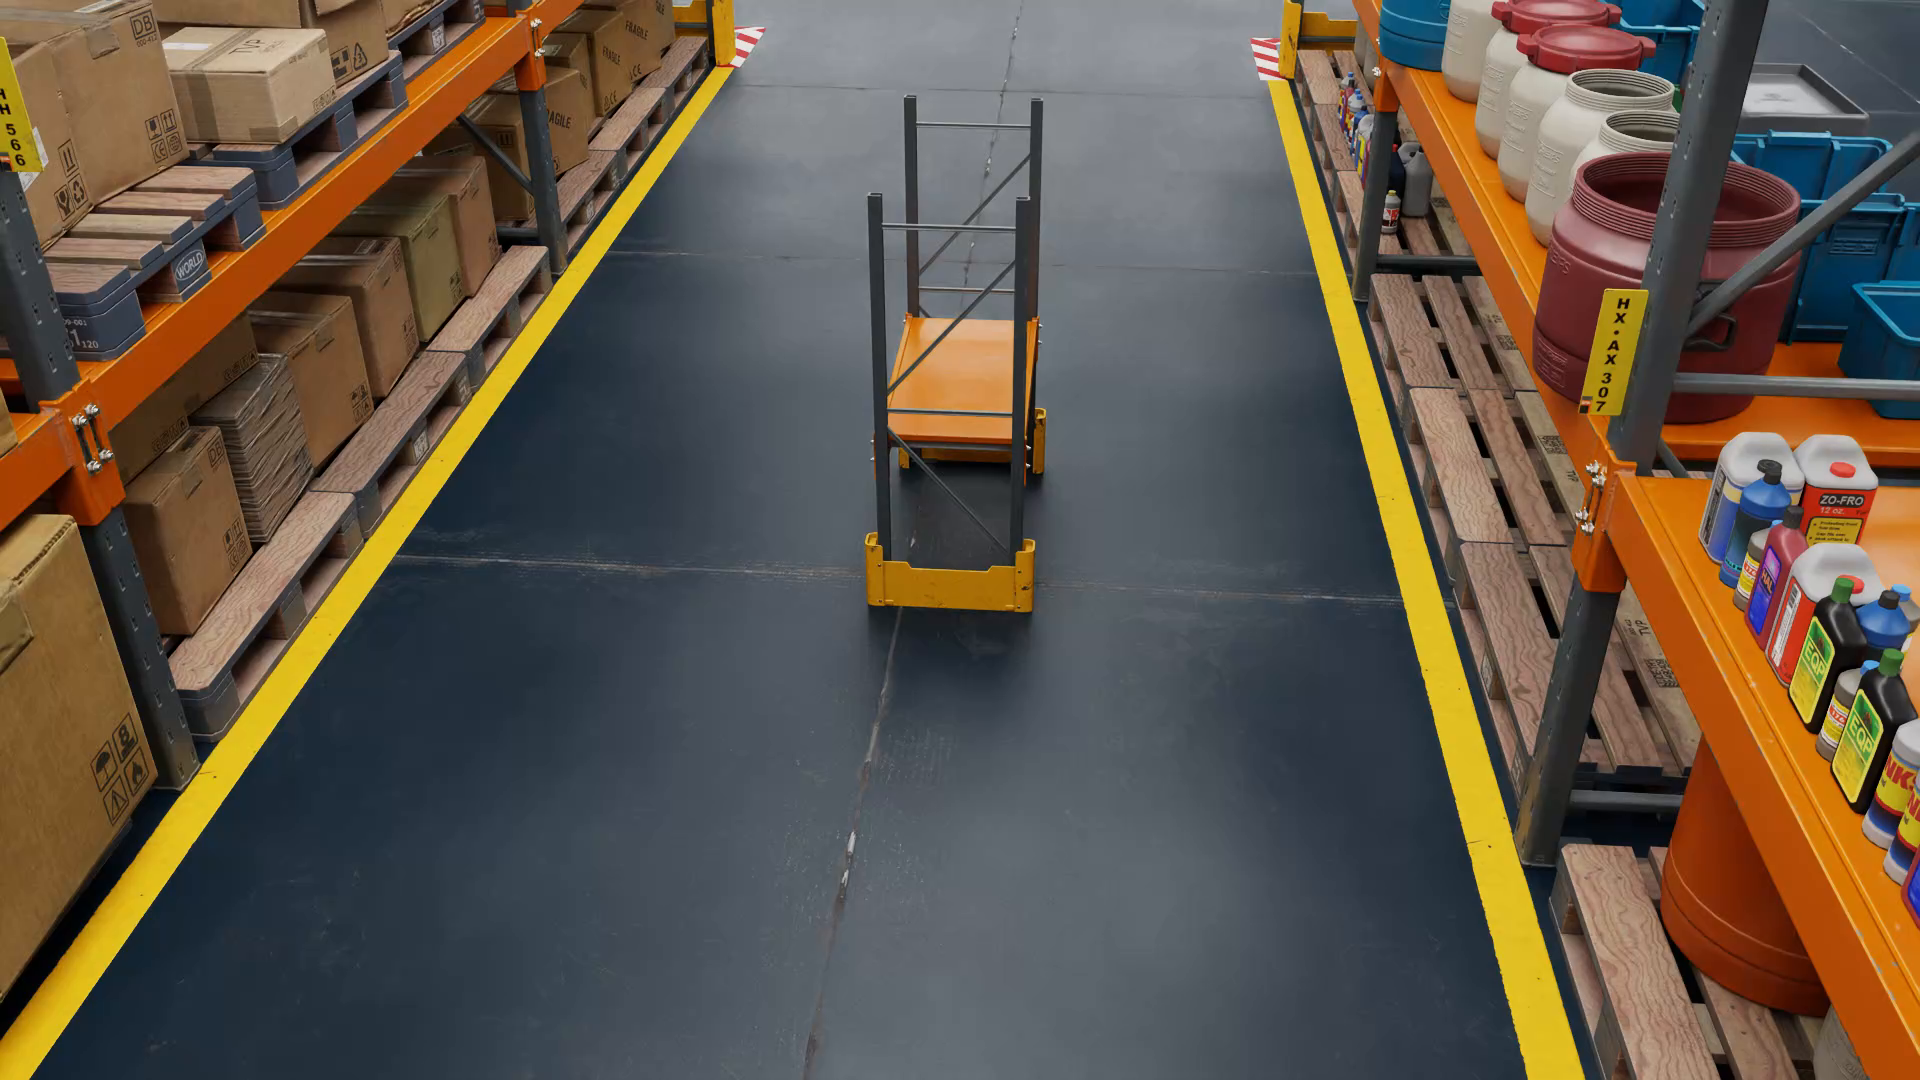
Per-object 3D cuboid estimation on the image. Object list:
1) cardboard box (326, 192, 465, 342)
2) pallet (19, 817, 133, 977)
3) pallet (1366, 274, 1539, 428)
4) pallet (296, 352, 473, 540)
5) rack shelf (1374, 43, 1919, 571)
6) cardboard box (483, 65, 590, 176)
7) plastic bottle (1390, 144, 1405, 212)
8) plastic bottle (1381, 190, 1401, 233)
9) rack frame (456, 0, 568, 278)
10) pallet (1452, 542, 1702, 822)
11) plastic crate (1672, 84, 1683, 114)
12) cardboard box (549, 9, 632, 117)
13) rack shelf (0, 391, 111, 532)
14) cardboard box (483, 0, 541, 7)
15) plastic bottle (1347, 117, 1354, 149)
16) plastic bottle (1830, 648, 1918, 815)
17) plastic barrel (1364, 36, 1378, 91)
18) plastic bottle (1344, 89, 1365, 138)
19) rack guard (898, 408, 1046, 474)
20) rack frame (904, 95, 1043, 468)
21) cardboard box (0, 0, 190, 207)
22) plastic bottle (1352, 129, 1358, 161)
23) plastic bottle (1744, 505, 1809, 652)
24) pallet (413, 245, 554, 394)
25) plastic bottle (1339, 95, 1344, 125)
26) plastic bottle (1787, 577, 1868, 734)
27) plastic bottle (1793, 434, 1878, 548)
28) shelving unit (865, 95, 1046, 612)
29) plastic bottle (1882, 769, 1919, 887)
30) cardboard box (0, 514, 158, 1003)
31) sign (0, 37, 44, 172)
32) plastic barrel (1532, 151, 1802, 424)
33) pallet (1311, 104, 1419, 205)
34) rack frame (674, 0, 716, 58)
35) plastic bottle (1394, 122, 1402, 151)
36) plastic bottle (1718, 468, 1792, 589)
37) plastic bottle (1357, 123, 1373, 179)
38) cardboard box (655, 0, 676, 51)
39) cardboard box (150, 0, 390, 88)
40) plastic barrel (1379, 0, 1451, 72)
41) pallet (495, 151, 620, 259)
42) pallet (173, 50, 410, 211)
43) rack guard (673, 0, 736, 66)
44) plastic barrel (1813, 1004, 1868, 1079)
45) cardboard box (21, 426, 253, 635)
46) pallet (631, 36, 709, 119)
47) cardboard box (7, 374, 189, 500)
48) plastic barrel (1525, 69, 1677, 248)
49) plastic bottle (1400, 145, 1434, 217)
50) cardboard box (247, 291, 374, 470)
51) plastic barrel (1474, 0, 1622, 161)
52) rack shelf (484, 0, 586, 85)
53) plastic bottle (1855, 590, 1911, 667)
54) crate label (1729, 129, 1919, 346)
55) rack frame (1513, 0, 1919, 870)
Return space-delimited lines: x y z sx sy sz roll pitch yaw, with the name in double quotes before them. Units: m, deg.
"cardboard box" -2.638 -1.212 7.321 0.700 0.500 0.500 2 32 4
"pallet" -2.974 1.030 4.377 1.003 0.211 1.213 2 32 4
"pallet" 2.402 -0.847 7.423 1.003 0.211 1.213 2 32 4
"pallet" -2.668 -0.424 6.736 1.003 0.211 1.213 2 32 4
"rack shelf" 2.264 -1.094 5.852 1.077 0.370 4.000 2 32 4
"cardboard box" -2.398 -2.279 9.072 0.500 0.500 0.500 13 34 19
"plastic bottle" 2.192 -1.855 8.506 0.144 0.351 0.185 2 32 3
"plastic bottle" 2.146 -1.645 8.308 0.097 0.201 0.097 0 32 0
"rack frame" -2.509 -2.658 7.703 1.000 3.000 0.127 2 32 4
"pallet" 2.203 0.429 5.352 1.003 0.211 1.213 2 32 4
"plastic crate" 2.567 -1.433 5.918 0.450 0.188 0.662 2 32 4
"cardboard box" -2.335 -2.897 10.075 0.500 0.500 0.500 5 32 9
"rack shelf" -2.998 0.786 2.801 1.077 0.370 4.000 2 32 4
"cardboard box" -2.192 -2.650 7.931 0.380 0.149 0.250 2 32 4
"plastic bottle" 2.251 -2.316 9.396 0.097 0.201 0.097 0 32 0
"plastic bottle" 1.631 0.338 2.953 0.061 0.283 0.133 2 32 4
"plastic barrel" 2.735 -3.048 10.307 0.421 0.512 0.421 0 32 0
"plastic bottle" 2.267 -2.449 9.547 0.097 0.271 0.097 0 32 0
"rack guard" 0.047 -0.407 6.672 0.587 0.250 0.087 2 32 4
"rack frame" 0.048 -0.949 6.360 0.500 1.500 0.032 2 32 4
"cardboard box" -2.885 -1.368 5.114 0.700 0.500 0.500 7 32 11
"plastic bottle" 2.234 -2.208 9.222 0.097 0.201 0.097 0 32 0
"plastic bottle" 1.672 0.078 3.376 0.061 0.283 0.133 2 32 4
"pallet" -2.571 -1.063 7.774 1.003 0.211 1.213 2 32 4
"plastic bottle" 2.286 -2.545 9.768 0.097 0.201 0.097 0 32 0
"plastic bottle" 1.650 0.218 3.149 0.061 0.283 0.133 2 32 4
"plastic bottle" 1.896 -0.083 3.643 0.152 0.276 0.135 2 32 4
"shelving unit" 0.006 -0.678 5.921 0.587 1.500 1.083 2 32 4
"plastic bottle" 1.632 0.456 2.774 0.097 0.271 0.097 0 32 0
"cardboard box" -2.912 0.520 4.172 1.225 0.875 0.875 1 32 2
"sign" -2.281 -1.037 3.970 0.100 0.325 0.005 2 32 4
"plastic barrel" 1.837 -0.668 4.345 0.600 0.536 0.708 2 32 4
"pallet" 2.620 -2.248 9.696 1.003 0.211 1.213 2 32 4
"rack frame" -2.184 -4.749 11.097 1.000 3.000 0.127 2 32 4
"plastic bottle" 2.339 -2.104 8.975 0.061 0.283 0.133 2 32 4
"plastic bottle" 1.708 -0.028 3.558 0.097 0.271 0.097 0 32 0
"plastic bottle" 2.234 -2.124 8.943 0.144 0.351 0.185 2 32 4
"cardboard box" -2.251 -3.538 11.114 0.500 0.500 0.500 8 33 13
"cardboard box" -2.558 -1.970 6.089 0.797 0.503 0.637 6 32 9
"plastic barrel" 2.094 -2.470 6.922 0.600 0.901 0.708 2 32 4
"pallet" -2.490 -1.823 9.007 1.003 0.211 1.213 2 32 4
"pallet" -2.715 -1.521 6.042 1.003 0.211 1.213 2 32 4
"rack guard" -2.190 -3.645 11.689 1.175 0.500 0.348 2 32 4
"plastic barrel" 2.122 1.082 3.607 0.421 0.512 0.421 0 32 0
"cardboard box" -2.800 -0.040 5.420 0.700 0.500 0.500 1 32 1
"pallet" -2.291 -3.099 11.077 1.003 0.211 1.213 2 32 4
"cardboard box" -2.810 -0.360 5.223 0.500 0.250 0.500 4 32 6
"plastic barrel" 2.007 -1.169 5.182 0.421 0.512 0.421 0 32 0
"plastic bottle" 2.336 -1.848 8.496 0.144 0.351 0.185 2 32 4
"cardboard box" -2.729 -0.628 6.373 0.700 0.500 0.500 5 32 8
"plastic barrel" 2.071 -1.629 5.905 0.433 0.535 0.433 0 32 0
"rack shelf" -2.346 -3.397 9.589 1.077 0.370 4.000 2 32 4
"plastic bottle" 1.730 0.217 3.162 0.097 0.271 0.097 0 32 0
"crate label" 2.452 -0.877 4.781 0.502 0.435 0.616 2 32 4
"rack frame" 2.102 -0.354 3.966 1.000 3.000 0.127 2 32 4
